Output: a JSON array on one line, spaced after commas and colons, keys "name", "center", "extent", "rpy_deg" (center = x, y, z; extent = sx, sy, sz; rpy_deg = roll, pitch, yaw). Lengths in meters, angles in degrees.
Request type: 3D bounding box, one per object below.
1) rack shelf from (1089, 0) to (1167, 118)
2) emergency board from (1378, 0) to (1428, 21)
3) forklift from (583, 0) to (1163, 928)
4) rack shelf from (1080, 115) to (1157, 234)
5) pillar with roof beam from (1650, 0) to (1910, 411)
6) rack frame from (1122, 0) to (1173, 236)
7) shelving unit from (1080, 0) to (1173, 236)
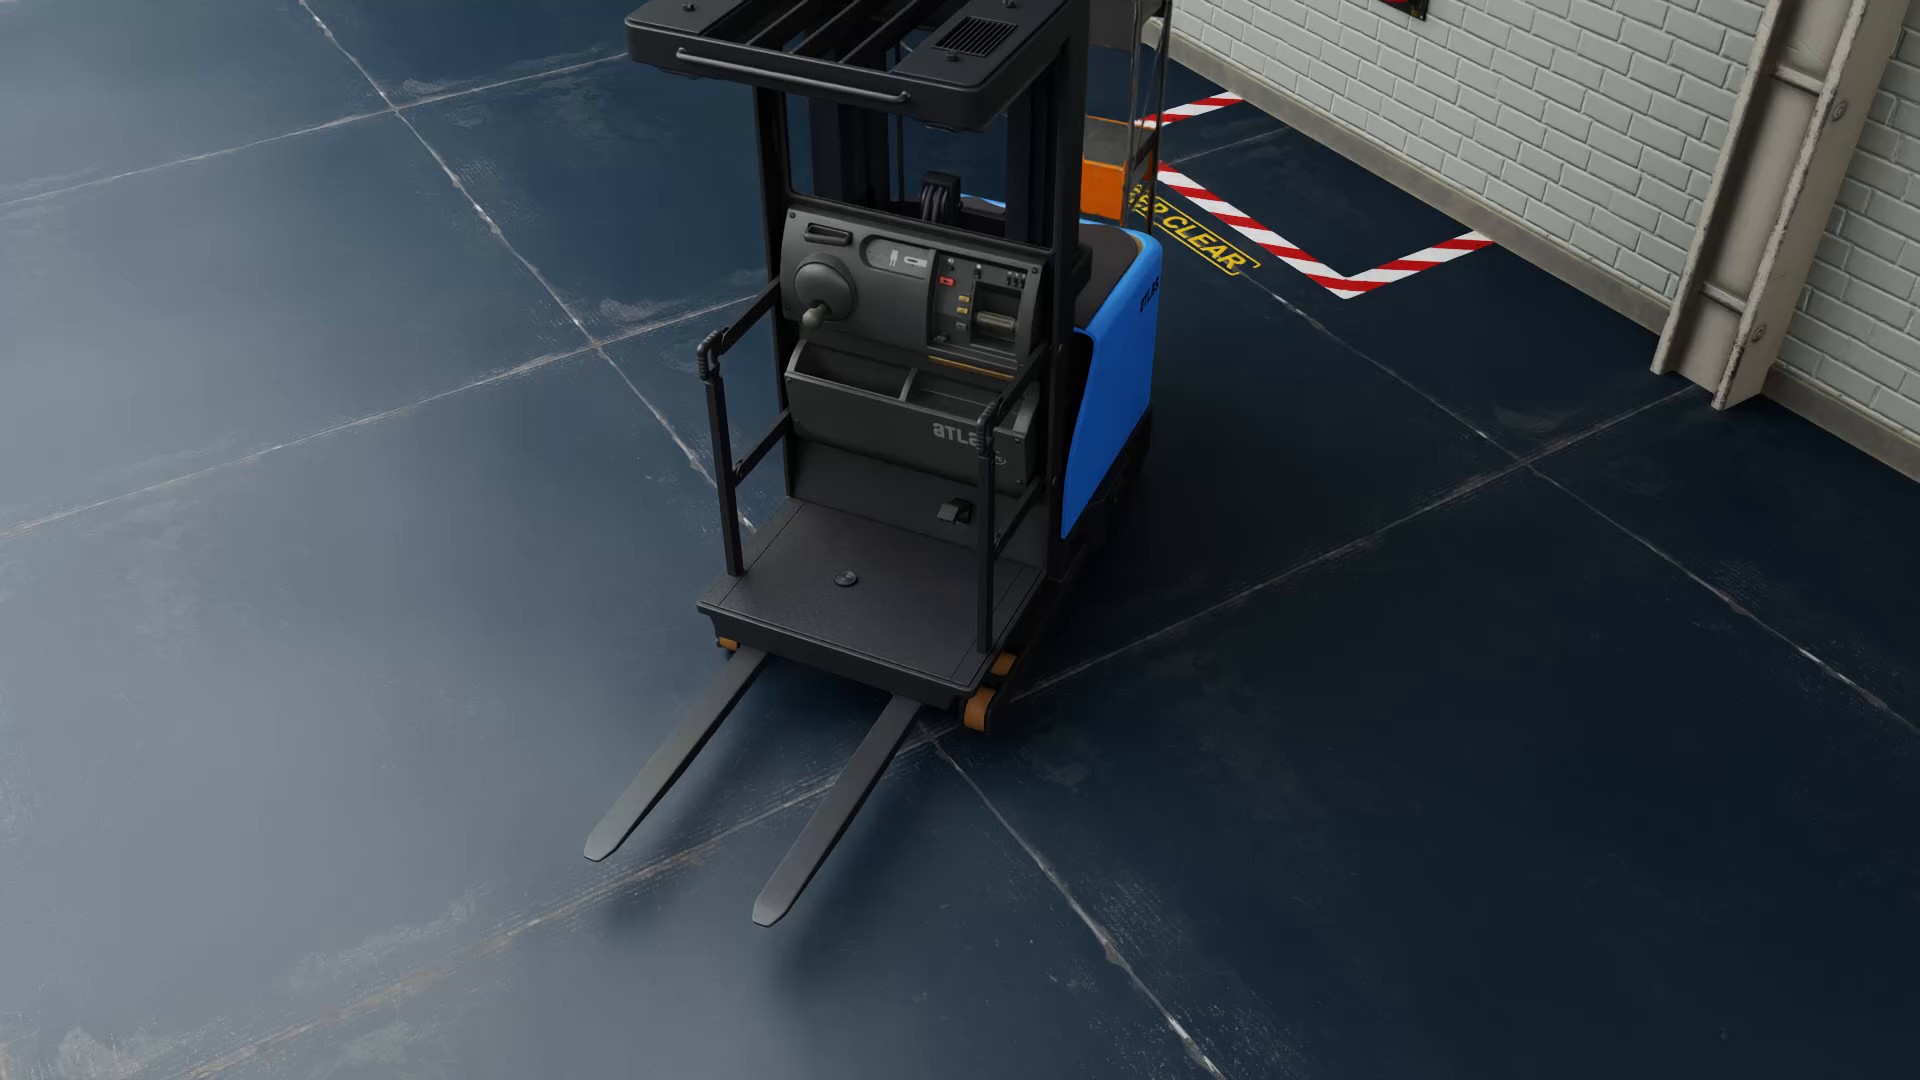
[{"name": "rack shelf", "center": [0.515, -1.997, 6.430], "extent": [0.480, 0.518, 0.431], "rpy_deg": [16, 42, 18]}, {"name": "emergency board", "center": [2.131, -3.236, 8.290], "extent": [0.194, 1.169, 0.643], "rpy_deg": [-22, 45, -24]}, {"name": "forklift", "center": [-0.258, -0.760, 5.372], "extent": [1.130, 2.935, 3.031], "rpy_deg": [16, 42, 18]}, {"name": "rack shelf", "center": [0.512, -1.455, 6.873], "extent": [0.480, 0.518, 0.431], "rpy_deg": [16, 42, 18]}, {"name": "pillar with roof beam", "center": [-0.202, -2.712, 2.975], "extent": [9.100, 9.000, 0.400], "rpy_deg": [-22, 45, -24]}, {"name": "rack frame", "center": [0.734, -1.402, 6.788], "extent": [0.015, 2.100, 0.400], "rpy_deg": [16, 42, 18]}, {"name": "shelving unit", "center": [0.512, -1.465, 6.864], "extent": [0.503, 2.100, 0.431], "rpy_deg": [16, 42, 18]}]
